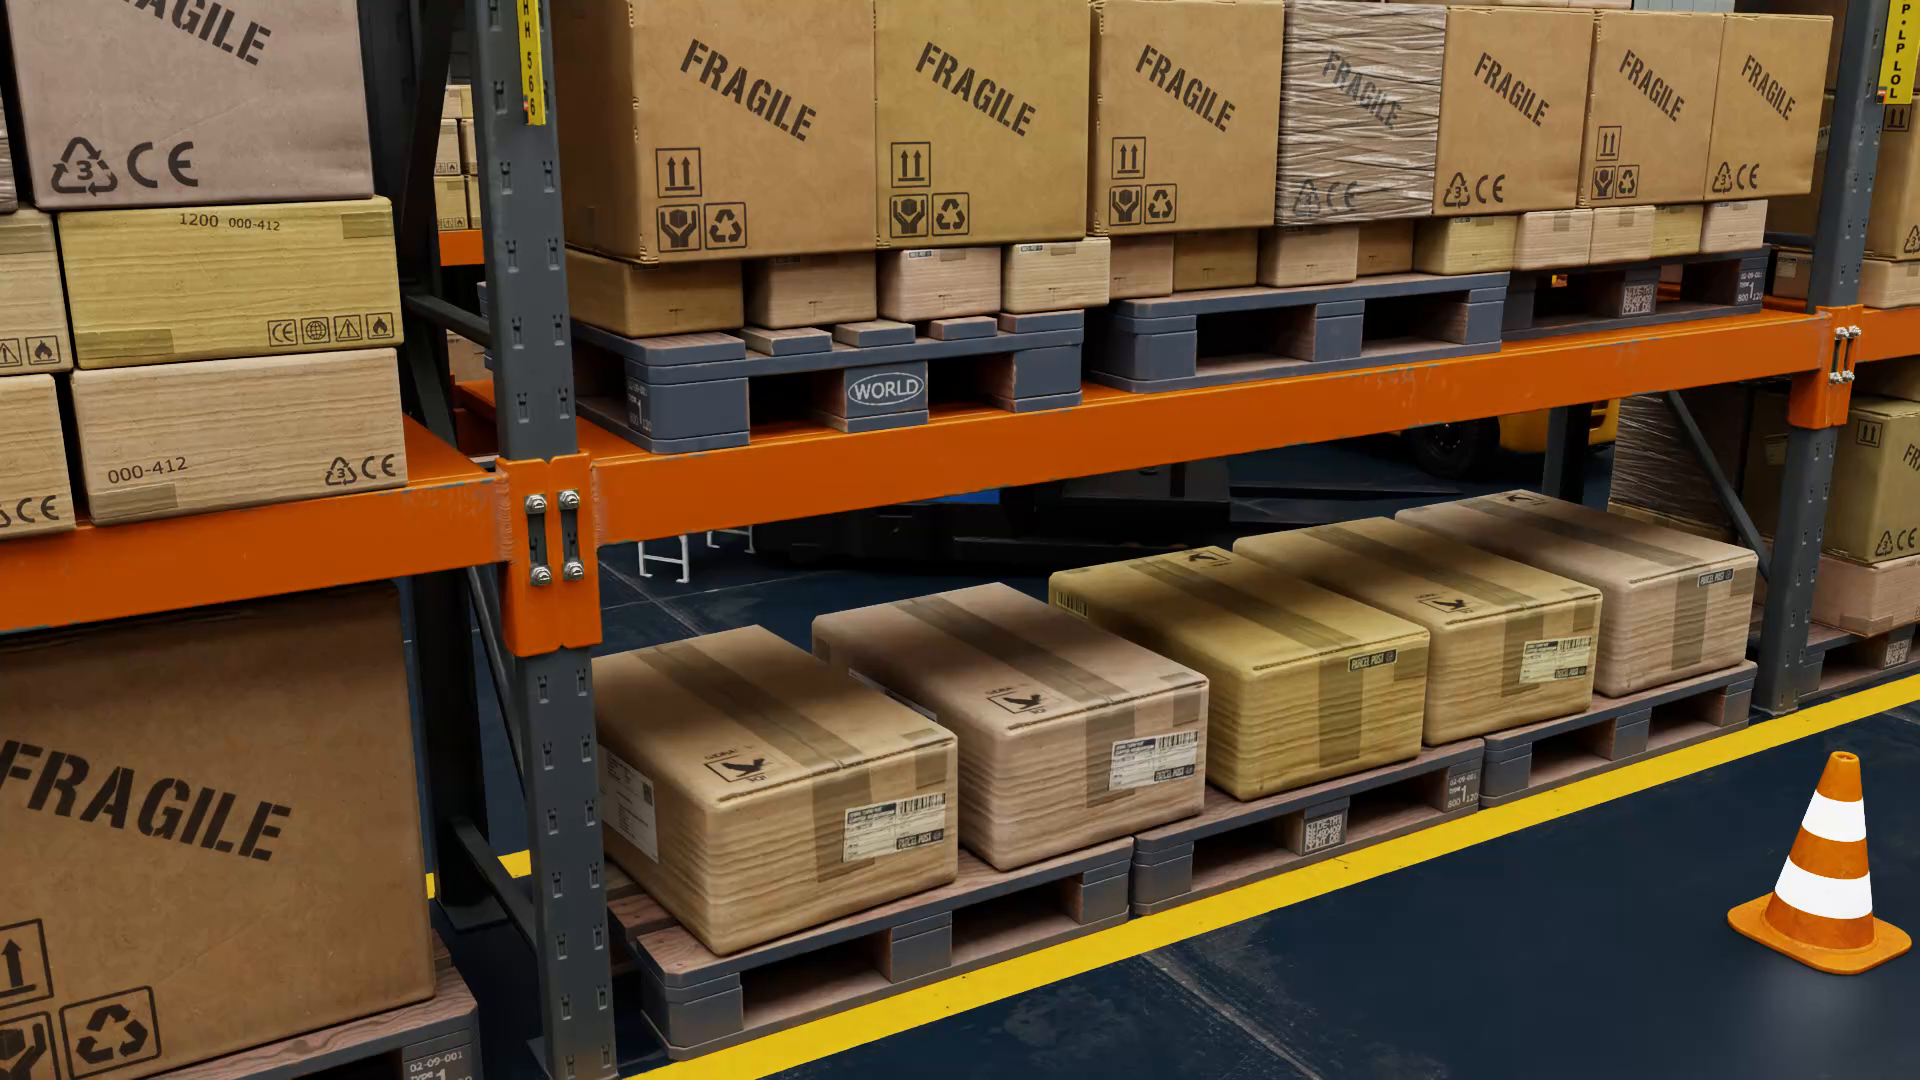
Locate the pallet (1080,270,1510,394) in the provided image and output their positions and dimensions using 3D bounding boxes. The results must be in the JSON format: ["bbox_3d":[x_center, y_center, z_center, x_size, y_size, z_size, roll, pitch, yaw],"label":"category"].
[{"bbox_3d":[0.663,-0.627,4.446,1.213,0.211,1.003,-9,18,-30],"label":"pallet"}]

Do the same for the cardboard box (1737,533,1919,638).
[{"bbox_3d":[3.061,0.111,5.772,0.500,0.250,0.500,-10,19,-32],"label":"cardboard box"}]

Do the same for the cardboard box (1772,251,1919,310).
[{"bbox_3d":[2.851,-0.840,5.313,0.250,0.149,0.380,-9,18,-30],"label":"cardboard box"}]

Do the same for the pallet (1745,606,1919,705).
[{"bbox_3d":[2.973,0.250,6.127,1.213,0.211,1.003,-9,18,-30],"label":"pallet"}]

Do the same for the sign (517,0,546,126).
[{"bbox_3d":[-0.724,-0.865,2.792,0.005,0.325,0.100,-9,18,-30],"label":"sign"}]

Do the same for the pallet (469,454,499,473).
[{"bbox_3d":[-2.847,-0.346,8.252,1.213,0.211,1.003,-9,18,-30],"label":"pallet"}]

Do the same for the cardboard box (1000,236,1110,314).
[{"bbox_3d":[0.126,-0.611,3.719,0.250,0.149,0.380,-9,18,-29],"label":"cardboard box"}]

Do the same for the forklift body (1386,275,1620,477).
[{"bbox_3d":[2.599,-1.601,9.135,1.214,2.155,2.313,-9,18,-30],"label":"forklift body"}]

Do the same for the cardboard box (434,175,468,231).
[{"bbox_3d":[-2.633,-1.585,7.783,0.500,0.250,0.500,-10,18,-31],"label":"cardboard box"}]

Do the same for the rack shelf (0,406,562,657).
[{"bbox_3d":[-2.727,0.189,2.510,4.000,0.370,1.077,-9,18,-30],"label":"rack shelf"}]

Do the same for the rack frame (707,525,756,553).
[{"bbox_3d":[-0.999,-0.537,7.101,0.240,1.200,0.015,8,17,25],"label":"rack frame"}]

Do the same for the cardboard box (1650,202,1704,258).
[{"bbox_3d":[1.882,-0.904,4.766,0.250,0.149,0.380,-10,18,-31],"label":"cardboard box"}]

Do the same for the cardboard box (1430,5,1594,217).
[{"bbox_3d":[1.268,-1.128,4.361,0.500,0.500,0.500,-9,18,-28],"label":"cardboard box"}]

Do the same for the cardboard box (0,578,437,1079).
[{"bbox_3d":[-1.648,0.463,3.361,0.875,0.875,0.875,-9,18,-30],"label":"cardboard box"}]

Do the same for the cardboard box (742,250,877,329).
[{"bbox_3d":[-0.379,-0.550,3.502,0.250,0.149,0.380,-11,19,-33],"label":"cardboard box"}]

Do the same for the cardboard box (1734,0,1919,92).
[{"bbox_3d":[2.905,-1.675,5.239,0.500,0.500,0.700,-9,18,-30],"label":"cardboard box"}]

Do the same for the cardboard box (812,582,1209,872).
[{"bbox_3d":[0.105,0.447,4.347,0.625,0.372,0.950,-10,18,-31],"label":"cardboard box"}]

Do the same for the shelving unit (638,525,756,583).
[{"bbox_3d":[-1.107,-0.478,6.890,0.258,1.200,0.503,8,17,25],"label":"shelving unit"}]

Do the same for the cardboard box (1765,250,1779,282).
[{"bbox_3d":[2.745,-1.022,5.962,0.250,0.149,0.380,-9,18,-28],"label":"cardboard box"}]

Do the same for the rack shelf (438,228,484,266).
[{"bbox_3d":[-1.858,-1.515,8.588,4.000,0.370,1.077,-9,18,-30],"label":"rack shelf"}]

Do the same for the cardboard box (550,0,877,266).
[{"bbox_3d":[-0.508,-0.838,3.326,0.500,0.500,0.500,-10,18,-31],"label":"cardboard box"}]

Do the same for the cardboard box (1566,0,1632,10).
[{"bbox_3d":[1.552,-1.482,4.422,0.250,0.149,0.380,-10,18,-31],"label":"cardboard box"}]

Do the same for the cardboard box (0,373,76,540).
[{"bbox_3d":[-1.742,-0.158,2.693,0.500,0.250,0.500,-9,18,-29],"label":"cardboard box"}]

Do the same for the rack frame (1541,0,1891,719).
[{"bbox_3d":[2.416,-0.991,5.388,0.127,3.000,1.000,-9,18,-30],"label":"rack frame"}]

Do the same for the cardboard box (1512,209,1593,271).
[{"bbox_3d":[1.463,-0.824,4.479,0.250,0.149,0.380,-9,18,-29],"label":"cardboard box"}]

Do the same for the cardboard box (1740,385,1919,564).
[{"bbox_3d":[3.061,-0.250,5.671,0.500,0.500,0.500,-8,18,-27],"label":"cardboard box"}]

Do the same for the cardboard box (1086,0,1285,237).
[{"bbox_3d":[0.387,-0.987,3.859,0.500,0.500,0.500,-9,18,-29],"label":"cardboard box"}]

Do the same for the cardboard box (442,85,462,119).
[{"bbox_3d":[-2.495,-2.038,7.735,0.250,0.149,0.380,-9,18,-29],"label":"cardboard box"}]

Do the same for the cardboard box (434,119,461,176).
[{"bbox_3d":[-2.636,-1.826,7.718,0.500,0.250,0.500,-9,18,-28],"label":"cardboard box"}]

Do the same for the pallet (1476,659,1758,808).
[{"bbox_3d":[1.749,0.460,5.377,1.213,0.211,1.003,-9,18,-30],"label":"pallet"}]

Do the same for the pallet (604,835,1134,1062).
[{"bbox_3d":[-0.342,0.799,4.167,1.213,0.211,1.003,-9,18,-30],"label":"pallet"}]

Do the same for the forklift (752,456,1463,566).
[{"bbox_3d":[0.677,-1.381,6.907,3.031,2.935,1.130,2,16,7],"label":"forklift"}]

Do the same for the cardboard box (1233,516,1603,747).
[{"bbox_3d":[1.353,0.246,5.064,0.625,0.372,0.950,-8,18,-26],"label":"cardboard box"}]

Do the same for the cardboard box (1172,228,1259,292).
[{"bbox_3d":[0.514,-0.711,4.075,0.250,0.149,0.380,-8,18,-28],"label":"cardboard box"}]

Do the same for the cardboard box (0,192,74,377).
[{"bbox_3d":[-1.735,-0.405,2.650,0.500,0.250,0.500,-10,18,-31],"label":"cardboard box"}]

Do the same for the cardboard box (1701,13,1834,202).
[{"bbox_3d":[2.138,-1.267,4.859,0.500,0.500,0.500,-10,18,-31],"label":"cardboard box"}]

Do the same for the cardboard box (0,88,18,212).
[{"bbox_3d":[-1.757,-0.759,2.522,0.500,0.500,0.500,-9,18,-29],"label":"cardboard box"}]

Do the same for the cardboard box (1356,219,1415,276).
[{"bbox_3d":[0.956,-0.786,4.342,0.250,0.149,0.380,-10,18,-32],"label":"cardboard box"}]

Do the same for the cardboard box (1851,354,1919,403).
[{"bbox_3d":[3.199,-0.566,5.596,0.250,0.149,0.380,-9,18,-29],"label":"cardboard box"}]

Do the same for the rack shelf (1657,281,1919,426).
[{"bbox_3d":[4.130,-0.923,6.477,4.000,0.370,1.077,-9,18,-30],"label":"rack shelf"}]
